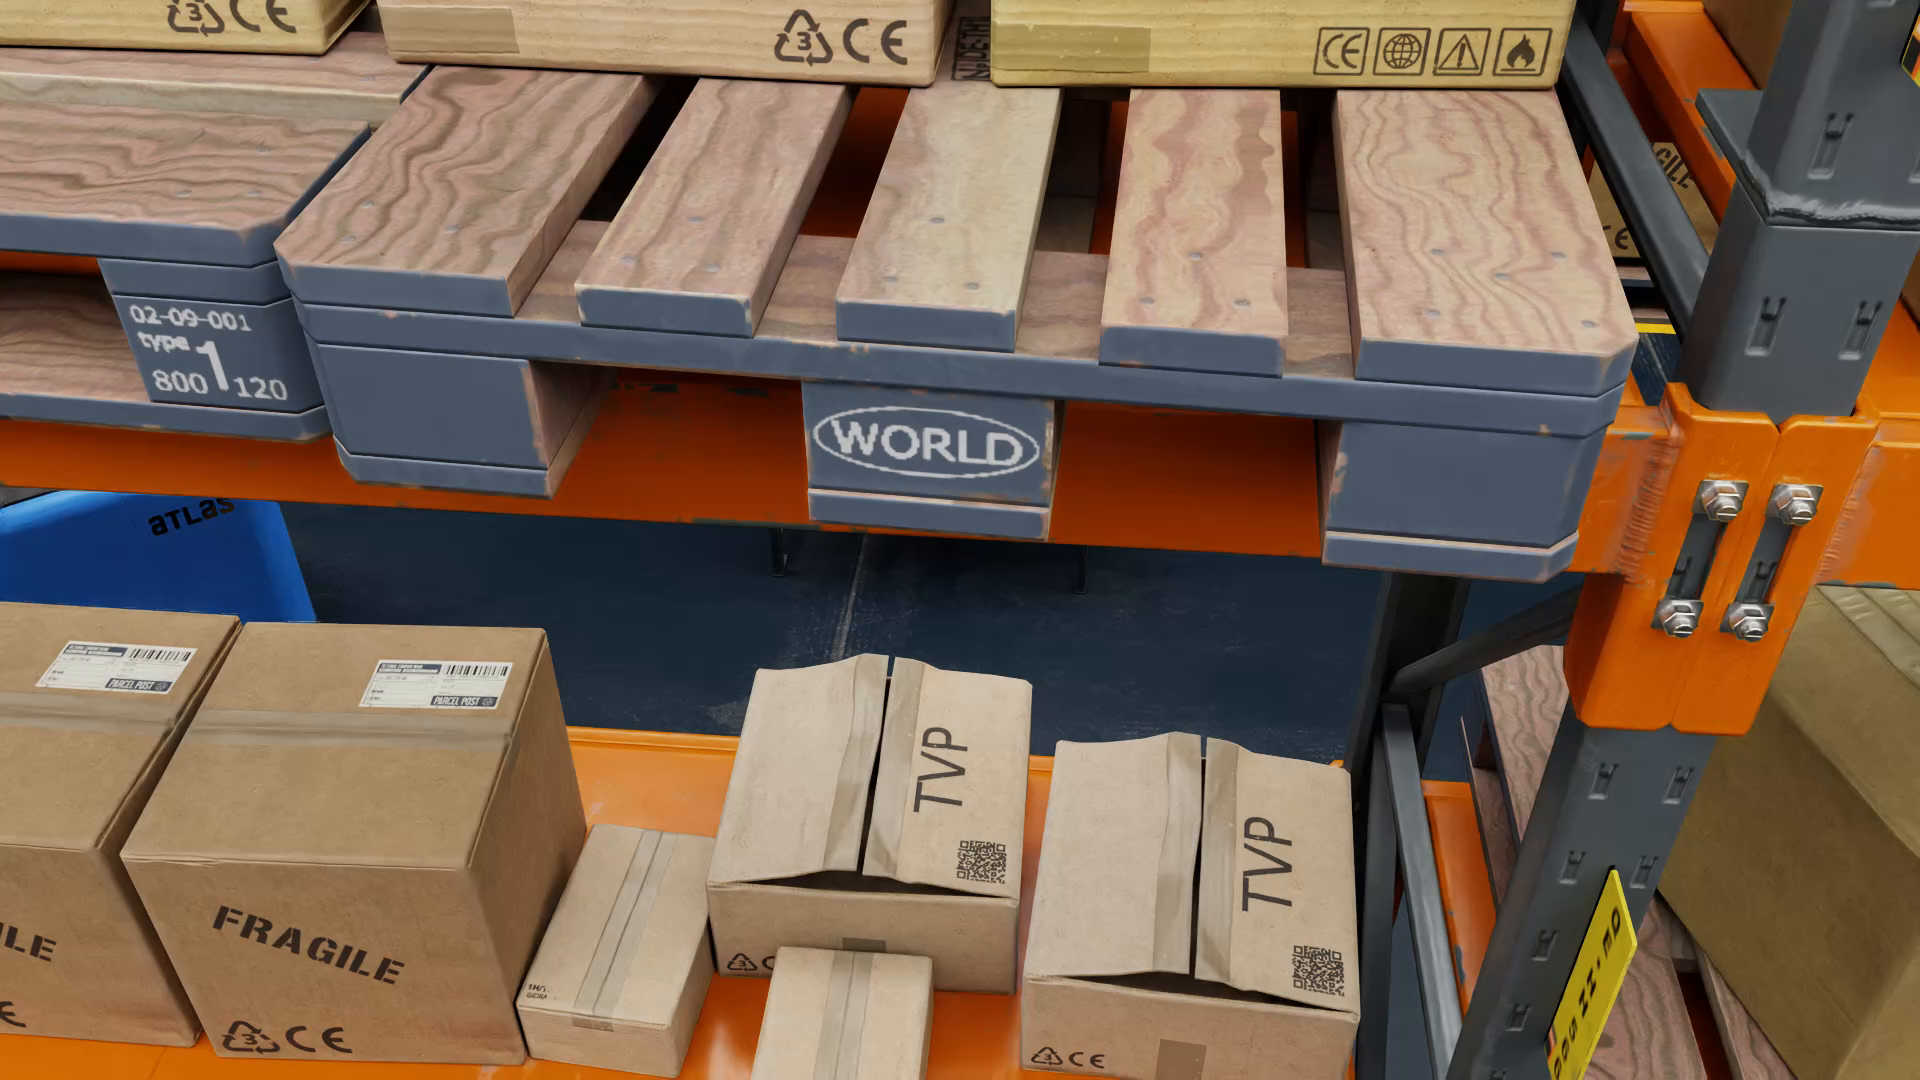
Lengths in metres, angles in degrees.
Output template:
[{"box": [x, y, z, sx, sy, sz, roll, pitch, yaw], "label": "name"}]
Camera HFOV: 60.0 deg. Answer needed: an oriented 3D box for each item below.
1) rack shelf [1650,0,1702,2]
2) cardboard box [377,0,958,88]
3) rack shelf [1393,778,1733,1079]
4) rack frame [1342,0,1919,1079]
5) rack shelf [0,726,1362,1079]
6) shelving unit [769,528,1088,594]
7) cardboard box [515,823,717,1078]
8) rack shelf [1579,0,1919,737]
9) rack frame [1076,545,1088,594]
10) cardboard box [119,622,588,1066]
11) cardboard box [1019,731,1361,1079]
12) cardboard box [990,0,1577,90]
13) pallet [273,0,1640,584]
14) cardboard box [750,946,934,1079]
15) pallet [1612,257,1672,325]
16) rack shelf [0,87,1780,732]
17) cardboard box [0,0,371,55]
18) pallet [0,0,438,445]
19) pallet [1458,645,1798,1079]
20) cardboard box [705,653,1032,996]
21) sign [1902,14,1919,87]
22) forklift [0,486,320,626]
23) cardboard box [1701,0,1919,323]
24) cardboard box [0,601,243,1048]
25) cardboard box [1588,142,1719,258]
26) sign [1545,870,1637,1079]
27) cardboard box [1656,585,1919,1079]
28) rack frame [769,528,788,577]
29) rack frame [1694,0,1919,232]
[{"box": [3.153, -2.121, 6.550, 4.000, 0.370, 1.077, 3, 39, 4], "label": "rack shelf"}, {"box": [-0.244, -0.668, 1.605, 0.500, 0.250, 0.500, 4, 39, 5], "label": "cardboard box"}, {"box": [2.729, 0.994, 2.722, 4.000, 0.370, 1.077, 3, 39, 4], "label": "rack shelf"}, {"box": [0.737, 0.607, 2.629, 0.127, 3.000, 1.000, 3, 39, 4], "label": "rack frame"}, {"box": [-1.256, 0.777, 2.990, 4.000, 0.370, 1.077, 3, 39, 4], "label": "rack shelf"}, {"box": [-0.085, -0.586, 5.282, 1.048, 1.500, 0.538, 3, 39, 4], "label": "shelving unit"}, {"box": [-0.539, 0.670, 2.750, 0.250, 0.149, 0.380, 6, 40, 7], "label": "cardboard box"}, {"box": [2.729, -0.169, 1.775, 4.000, 0.370, 1.077, 3, 39, 4], "label": "rack shelf"}, {"box": [0.421, -0.559, 5.248, 0.032, 1.500, 0.500, 3, 39, 4], "label": "rack frame"}, {"box": [-0.937, 0.487, 2.697, 0.500, 0.500, 0.500, 1, 39, 1], "label": "cardboard box"}, {"box": [0.378, 0.594, 2.715, 0.500, 0.311, 0.500, 5, 39, 7], "label": "cardboard box"}, {"box": [0.280, -0.651, 1.583, 0.500, 0.250, 0.500, 0, 39, 1], "label": "cardboard box"}, {"box": [0.053, -0.464, 1.718, 1.003, 0.211, 1.213, 5, 39, 6], "label": "pallet"}, {"box": [-0.183, 0.829, 2.555, 0.250, 0.149, 0.380, 3, 39, 4], "label": "cardboard box"}, {"box": [3.151, -1.269, 7.142, 1.213, 0.211, 1.003, 3, 39, 4], "label": "pallet"}, {"box": [-1.256, -0.387, 2.043, 4.000, 0.370, 1.077, 3, 39, 4], "label": "rack shelf"}, {"box": [-0.813, -0.706, 1.652, 0.500, 0.250, 0.500, 2, 39, 3], "label": "cardboard box"}, {"box": [-1.062, -0.523, 1.790, 1.213, 0.211, 1.003, 5, 39, 6], "label": "pallet"}, {"box": [1.418, 0.674, 2.698, 1.003, 0.211, 1.213, 3, 39, 4], "label": "pallet"}, {"box": [-0.138, 0.471, 2.866, 0.500, 0.311, 0.500, 3, 39, 3], "label": "cardboard box"}, {"box": [0.681, -0.439, 1.065, 0.005, 0.325, 0.100, 3, 39, 4], "label": "sign"}, {"box": [-3.376, -0.323, 3.825, 3.031, 2.935, 1.130, -22, 44, -25], "label": "forklift"}, {"box": [1.174, -0.593, 1.647, 0.500, 0.500, 0.910, 3, 39, 4], "label": "cardboard box"}, {"box": [-1.461, 0.458, 2.732, 0.500, 0.500, 0.500, 3, 39, 4], "label": "cardboard box"}, {"box": [2.754, -1.664, 6.788, 0.750, 0.750, 0.750, 3, 39, 4], "label": "cardboard box"}, {"box": [0.692, 0.507, 1.834, 0.005, 0.325, 0.100, 3, 39, 4], "label": "sign"}, {"box": [1.374, 0.368, 2.510, 0.500, 0.500, 0.700, -9, 40, -11], "label": "cardboard box"}, {"box": [-0.591, -0.614, 5.316, 0.032, 1.500, 0.500, 3, 39, 4], "label": "rack frame"}, {"box": [0.737, -1.720, 0.735, 0.127, 3.000, 1.000, 3, 39, 4], "label": "rack frame"}]
